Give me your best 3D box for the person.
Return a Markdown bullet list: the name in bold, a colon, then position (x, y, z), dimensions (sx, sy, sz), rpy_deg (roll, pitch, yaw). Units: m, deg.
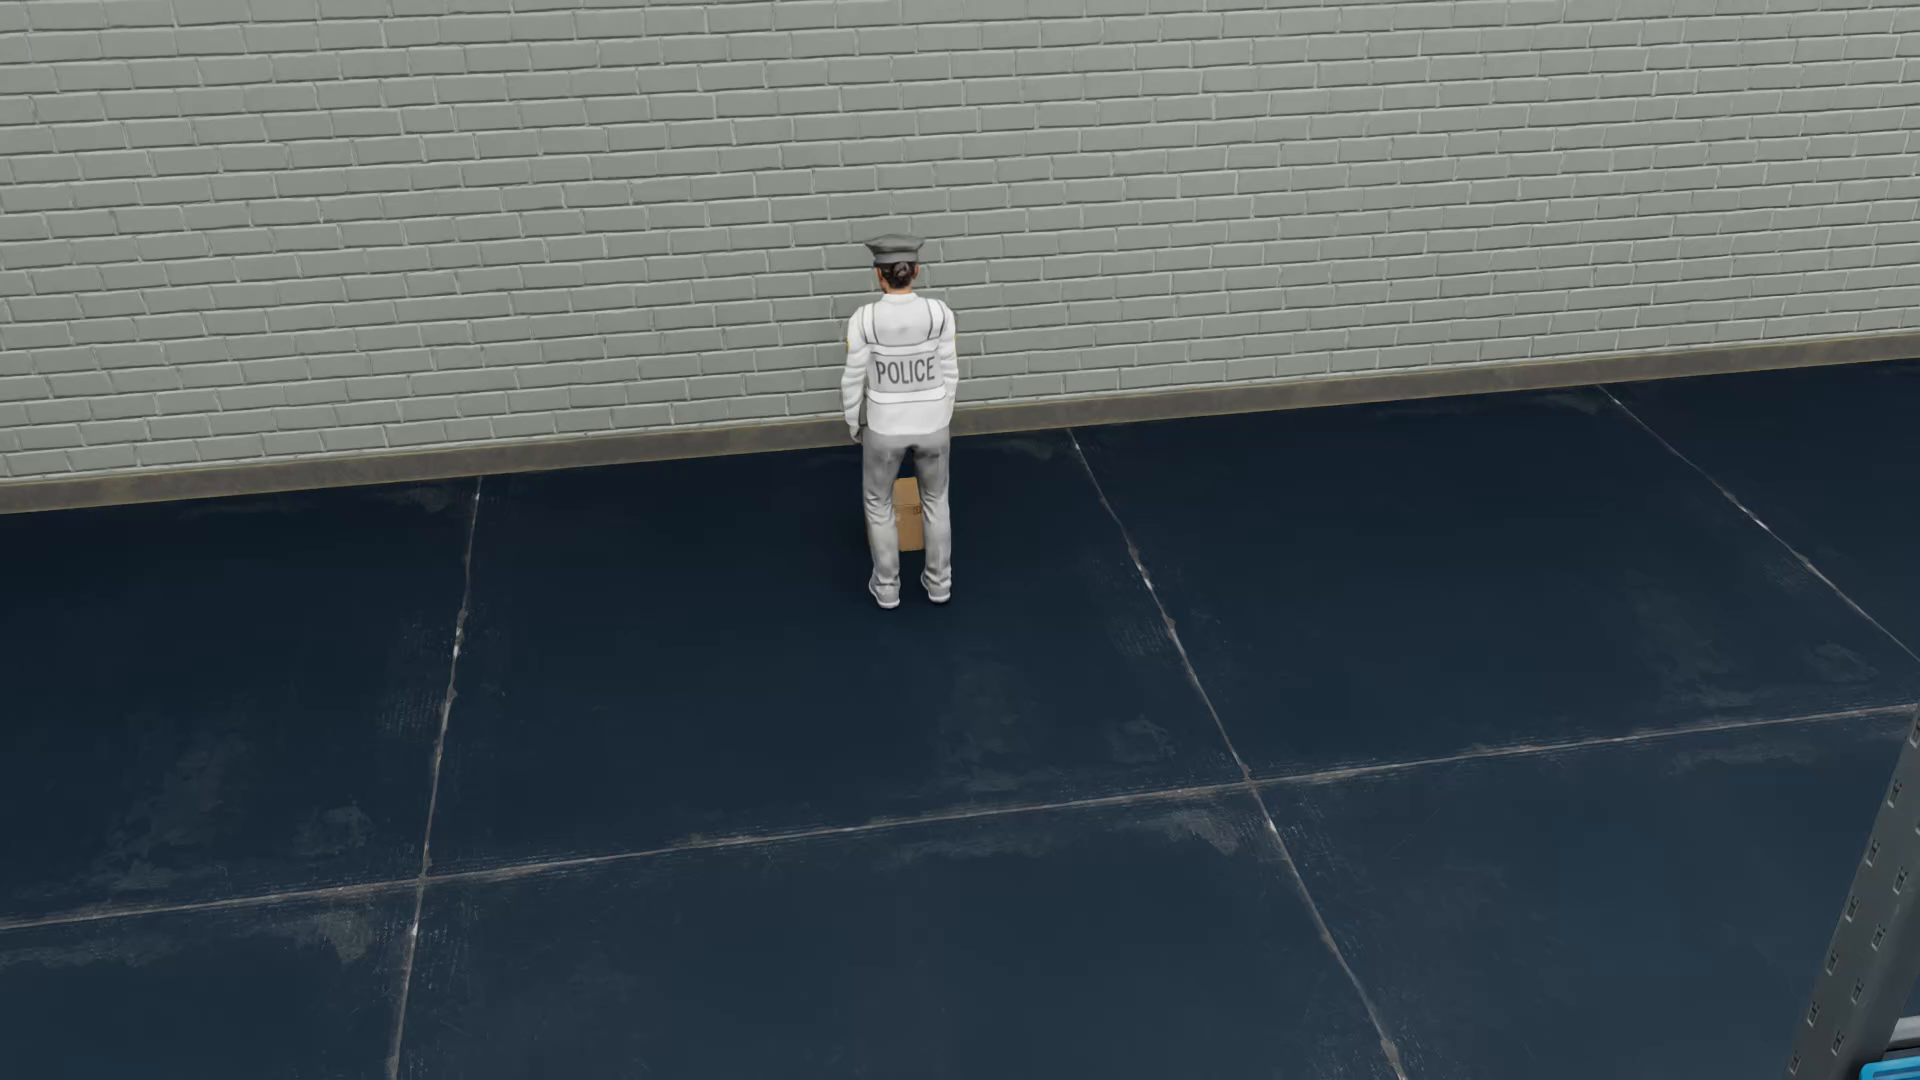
- **person**: position (-0.249, -0.471, 6.945), dimensions (0.485, 1.653, 0.381), rpy_deg (-5, 31, -8)
